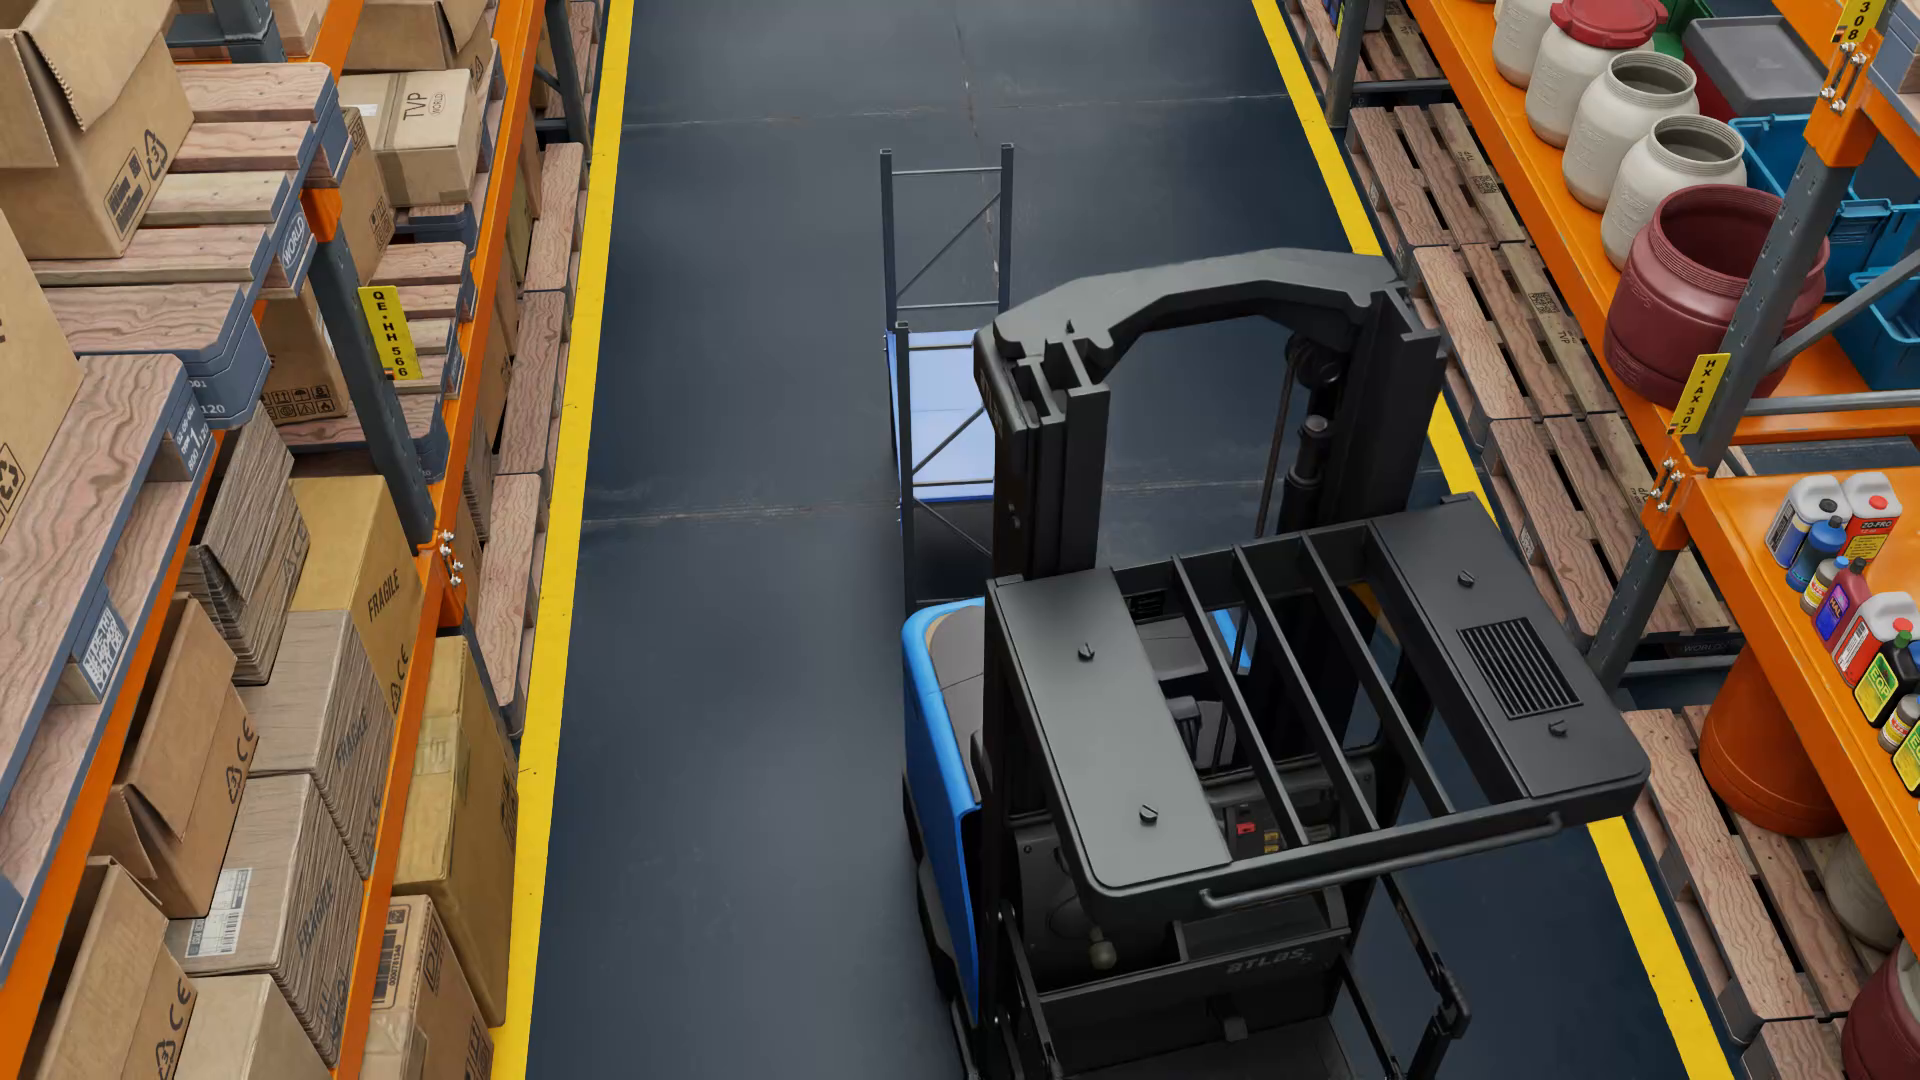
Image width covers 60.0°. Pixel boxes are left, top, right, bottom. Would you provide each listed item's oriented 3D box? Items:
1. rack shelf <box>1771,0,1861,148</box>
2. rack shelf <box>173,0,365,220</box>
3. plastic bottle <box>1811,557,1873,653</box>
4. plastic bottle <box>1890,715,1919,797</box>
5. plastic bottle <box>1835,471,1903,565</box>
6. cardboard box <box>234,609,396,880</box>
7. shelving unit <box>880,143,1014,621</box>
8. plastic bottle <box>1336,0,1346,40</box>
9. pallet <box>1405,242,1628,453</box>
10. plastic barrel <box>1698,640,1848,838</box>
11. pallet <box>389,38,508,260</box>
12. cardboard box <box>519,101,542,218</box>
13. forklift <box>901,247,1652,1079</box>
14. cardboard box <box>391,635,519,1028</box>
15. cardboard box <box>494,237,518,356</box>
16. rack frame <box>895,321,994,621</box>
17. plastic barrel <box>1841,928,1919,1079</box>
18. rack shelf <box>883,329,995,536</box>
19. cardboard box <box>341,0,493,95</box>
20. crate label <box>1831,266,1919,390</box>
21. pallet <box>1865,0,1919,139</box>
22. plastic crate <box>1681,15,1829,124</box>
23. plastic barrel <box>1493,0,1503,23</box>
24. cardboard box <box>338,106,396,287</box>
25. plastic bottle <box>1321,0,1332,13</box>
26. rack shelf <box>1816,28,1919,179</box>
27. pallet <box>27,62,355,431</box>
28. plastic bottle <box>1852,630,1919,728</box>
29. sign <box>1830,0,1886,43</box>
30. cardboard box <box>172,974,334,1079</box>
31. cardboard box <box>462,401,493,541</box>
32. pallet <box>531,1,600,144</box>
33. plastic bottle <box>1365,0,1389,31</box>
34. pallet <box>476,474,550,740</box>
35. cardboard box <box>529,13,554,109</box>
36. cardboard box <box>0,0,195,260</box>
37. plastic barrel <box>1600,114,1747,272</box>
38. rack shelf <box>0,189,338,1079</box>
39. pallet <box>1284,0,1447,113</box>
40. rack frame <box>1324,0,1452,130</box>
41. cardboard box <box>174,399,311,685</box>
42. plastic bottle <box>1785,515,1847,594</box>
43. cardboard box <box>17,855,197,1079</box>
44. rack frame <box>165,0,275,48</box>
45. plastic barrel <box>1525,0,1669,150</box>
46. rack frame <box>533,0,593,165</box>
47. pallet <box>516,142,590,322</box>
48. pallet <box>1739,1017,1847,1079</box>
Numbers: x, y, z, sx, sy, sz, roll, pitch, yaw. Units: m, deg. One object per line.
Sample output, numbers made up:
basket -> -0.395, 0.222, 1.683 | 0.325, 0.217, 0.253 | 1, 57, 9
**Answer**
rack shelf -> 2.657, -2.661, 5.770 | 1.077, 0.370, 4.000 | -3, 47, -3
rack shelf -> -2.278, -2.360, 5.485 | 1.077, 0.370, 4.000 | -3, 47, -3
plastic bottle -> 2.521, 0.183, 4.727 | 0.061, 0.283, 0.133 | -3, 47, -3
plastic bottle -> 2.563, 0.544, 4.385 | 0.061, 0.283, 0.133 | -3, 47, -3
plastic bottle -> 2.690, -0.064, 4.966 | 0.152, 0.276, 0.135 | -3, 47, -3
cardboard box -> -1.787, 0.540, 4.241 | 0.500, 0.500, 0.500 | -4, 47, -4
shelving unit -> -0.007, -0.577, 6.400 | 0.538, 1.500, 1.048 | -3, 47, -3
plastic bottle -> 2.121, -2.869, 9.106 | 0.061, 0.283, 0.133 | -1, 47, -1
pallet -> 2.699, -0.915, 7.607 | 1.003, 0.211, 1.213 | -3, 47, -3
plastic barrel -> 2.883, 0.525, 5.529 | 0.600, 0.830, 0.708 | -3, 47, -3
pallet -> -2.317, -1.493, 6.366 | 1.003, 0.211, 1.213 | -3, 47, -3
cardboard box -> -2.416, -1.869, 8.009 | 0.700, 0.500, 0.500 | -7, 47, -6
forklift -> 0.650, 0.909, 4.007 | 1.130, 2.935, 3.031 | -10, 47, -9
cardboard box -> -2.074, 0.958, 5.088 | 1.225, 0.875, 0.875 | -5, 47, -5
cardboard box -> -2.347, -1.118, 7.298 | 0.700, 0.500, 0.500 | -7, 47, -7
rack frame -> 0.035, -0.210, 6.052 | 0.500, 1.500, 0.032 | -3, 47, -3
plastic barrel -> 2.977, 1.425, 4.843 | 0.600, 0.588, 0.708 | -3, 47, -3
rack shelf -> -0.007, -0.454, 6.531 | 0.538, 0.185, 1.000 | -3, 47, -3
cardboard box -> -2.209, -1.954, 6.311 | 0.797, 0.503, 0.637 | 1, 47, 1
crate label -> 3.163, -0.700, 5.599 | 0.303, 0.233, 0.416 | -3, 47, -3
pallet -> 2.791, -0.837, 3.678 | 1.003, 0.211, 1.213 | -3, 47, -3
plastic crate -> 2.994, -1.640, 6.329 | 0.402, 0.464, 0.583 | -3, 47, -3
plastic barrel -> 2.448, -2.310, 7.103 | 0.301, 0.262, 0.301 | 0, 47, 0
cardboard box -> -2.342, -1.094, 5.498 | 0.700, 0.500, 0.500 | 3, 47, 3
plastic bottle -> 2.133, -3.152, 9.327 | 0.144, 0.351, 0.185 | -6, 47, -5
rack shelf -> 2.992, 0.233, 3.029 | 1.077, 0.370, 4.000 | -3, 47, -3
pallet -> -2.004, -0.633, 3.484 | 1.213, 0.211, 1.003 | -2, 47, -1
plastic bottle -> 2.543, 0.377, 4.544 | 0.061, 0.283, 0.133 | -3, 47, -3
sign -> 2.277, -1.387, 4.140 | 0.100, 0.325, 0.005 | -3, 47, -3
cardboard box -> -1.698, 1.283, 3.536 | 0.500, 0.500, 0.500 | -3, 47, -3
cardboard box -> -2.246, -0.305, 6.528 | 0.700, 0.500, 0.500 | -7, 47, -7
pallet -> -2.537, -2.548, 9.154 | 1.003, 0.211, 1.213 | -3, 47, -3
plastic bottle -> 2.292, -3.022, 9.204 | 0.144, 0.351, 0.185 | -3, 47, -3
pallet -> -2.175, 0.264, 6.491 | 1.003, 0.211, 1.213 | -3, 47, -3
cardboard box -> -2.439, -2.600, 8.715 | 0.500, 0.500, 0.500 | -5, 47, -5
cardboard box -> -1.988, -0.903, 3.250 | 0.797, 0.503, 0.637 | -1, 47, -1
plastic barrel -> 2.526, -1.200, 5.880 | 0.421, 0.512, 0.421 | 0, 47, 0
rack shelf -> -1.944, 0.534, 2.744 | 1.077, 0.370, 4.000 | -3, 47, -3
pallet -> 2.475, -2.854, 9.444 | 1.003, 0.211, 1.213 | -3, 47, -3
rack frame -> 2.490, -3.324, 7.969 | 1.000, 3.000, 0.127 | -3, 47, -3
cardboard box -> -2.066, 0.022, 4.040 | 0.797, 0.503, 0.637 | -2, 47, -2
plastic bottle -> 2.521, 0.033, 4.878 | 0.097, 0.271, 0.097 | 0, 47, 0
cardboard box -> -1.951, 0.978, 3.134 | 0.797, 0.503, 0.637 | -2, 47, -2
rack frame -> -2.111, -2.192, 2.765 | 1.000, 3.000, 0.127 | -3, 47, -3
plastic barrel -> 2.449, -1.821, 6.452 | 0.433, 0.535, 0.433 | 0, 47, 0
rack frame -> -2.446, -3.023, 7.684 | 1.000, 3.000, 0.127 | -3, 47, -3
pallet -> -2.379, -1.501, 8.163 | 1.003, 0.211, 1.213 | -3, 47, -3
pallet -> 3.031, 1.977, 4.868 | 1.003, 0.211, 1.213 | -3, 47, -3
